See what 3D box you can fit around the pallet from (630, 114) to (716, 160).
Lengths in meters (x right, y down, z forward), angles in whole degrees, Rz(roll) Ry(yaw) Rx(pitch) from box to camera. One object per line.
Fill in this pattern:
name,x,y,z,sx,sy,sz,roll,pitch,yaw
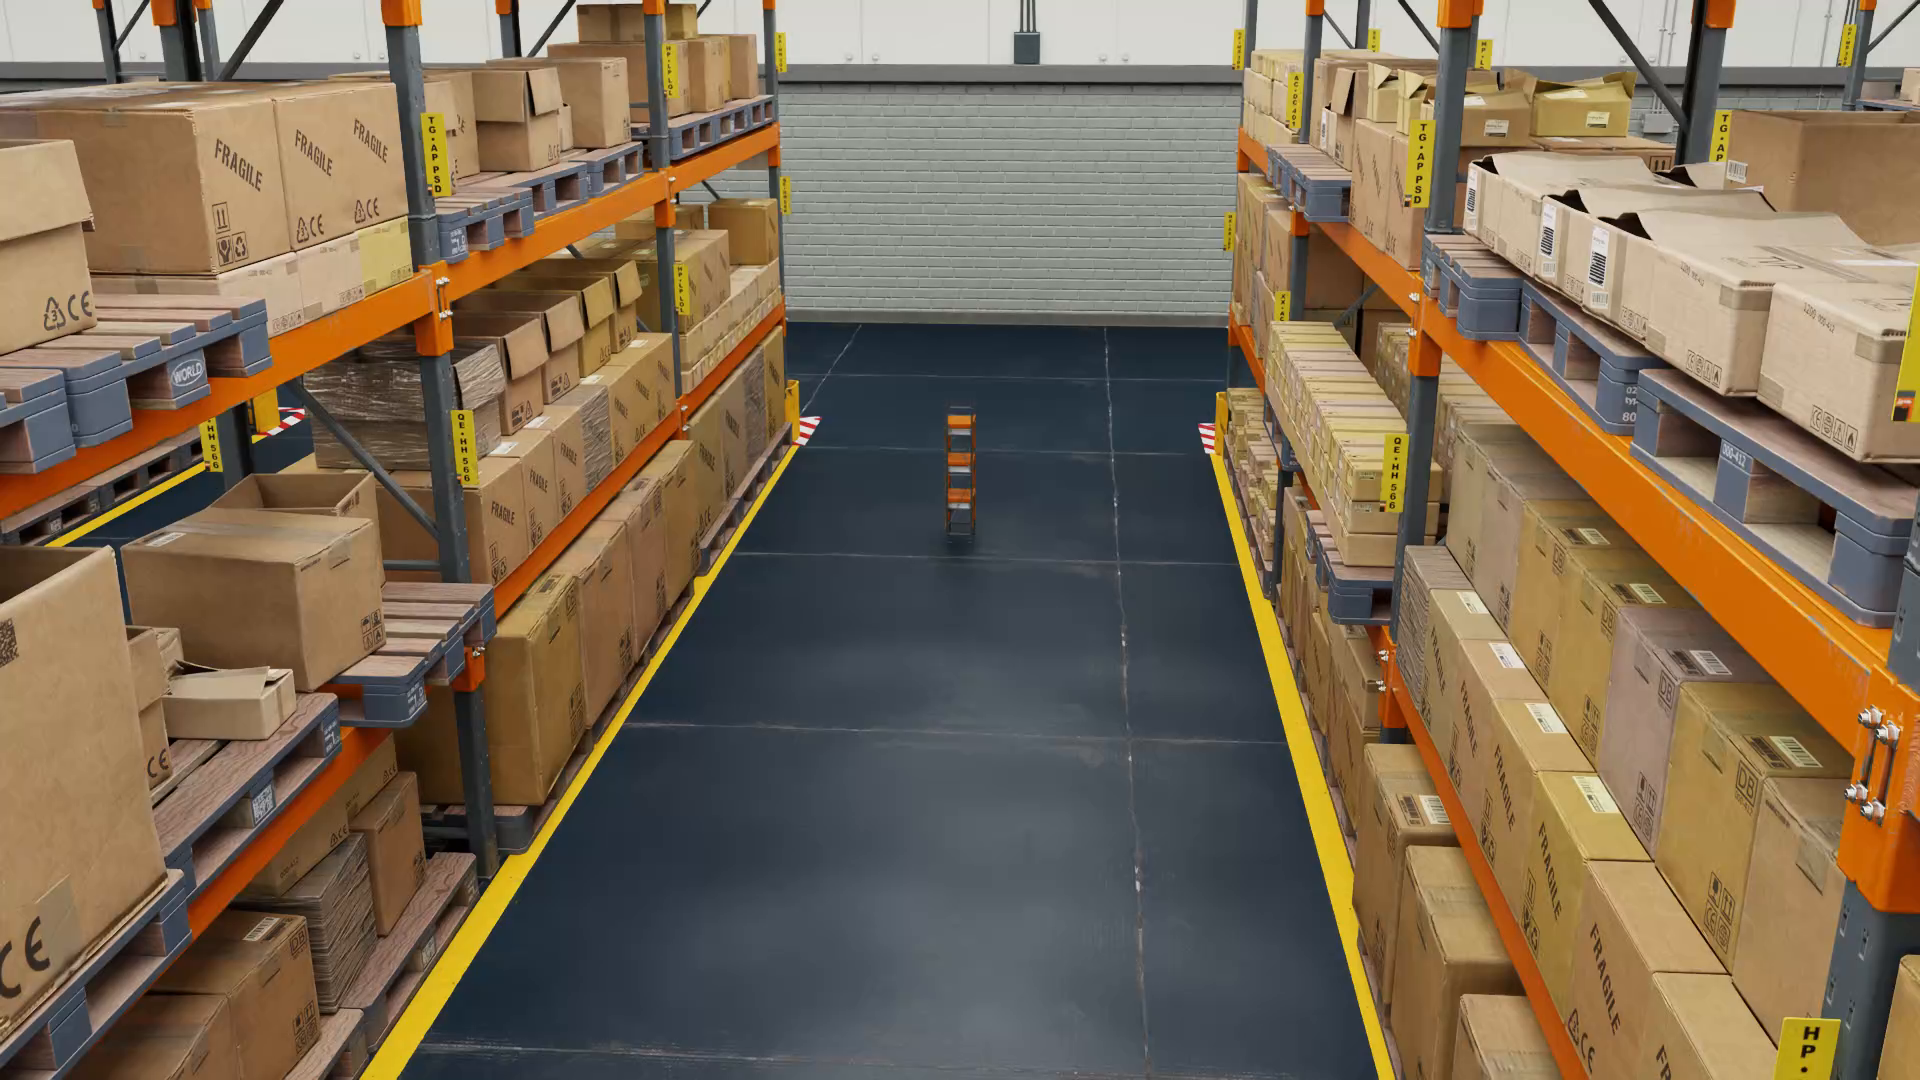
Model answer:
pallet,-2.292,-2.767,11.376,1.003,0.211,1.213,1,18,4

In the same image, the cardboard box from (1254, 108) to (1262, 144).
cardboard box,2.512,-3.127,12.572,0.500,0.250,0.500,1,18,2

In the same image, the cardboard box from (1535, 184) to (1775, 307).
cardboard box,1.948,-0.841,4.662,0.500,0.311,0.500,1,18,3

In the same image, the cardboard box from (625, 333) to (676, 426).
cardboard box,-2.123,-1.026,10.577,0.500,0.500,0.500,1,18,4

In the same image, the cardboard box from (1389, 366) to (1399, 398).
cardboard box,2.708,-0.923,9.673,0.380,0.149,0.250,2,18,6

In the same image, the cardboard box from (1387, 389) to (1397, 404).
cardboard box,2.710,-0.782,9.722,0.380,0.149,0.250,1,18,4

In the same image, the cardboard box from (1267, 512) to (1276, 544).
cardboard box,2.284,-0.079,11.273,0.380,0.149,0.250,2,18,5

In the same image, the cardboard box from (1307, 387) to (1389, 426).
cardboard box,1.965,-0.672,8.432,0.380,0.149,0.250,2,18,7

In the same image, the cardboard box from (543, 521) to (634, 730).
cardboard box,-2.506,0.432,9.025,1.225,0.875,0.875,1,18,4

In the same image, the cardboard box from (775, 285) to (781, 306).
cardboard box,-1.772,-2.135,14.525,0.380,0.149,0.250,2,18,5

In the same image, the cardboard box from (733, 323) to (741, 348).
cardboard box,-1.898,-1.579,12.829,0.380,0.149,0.250,1,18,2

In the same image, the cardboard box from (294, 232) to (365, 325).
cardboard box,-2.460,-0.934,5.881,0.500,0.250,0.500,1,18,4

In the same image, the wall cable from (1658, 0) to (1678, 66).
wall cable,7.937,-6.775,18.647,0.463,3.000,0.029,1,18,4

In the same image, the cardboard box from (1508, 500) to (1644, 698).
cardboard box,2.180,0.187,5.267,0.700,0.500,0.500,1,18,3

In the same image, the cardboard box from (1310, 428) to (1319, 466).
cardboard box,1.945,-0.450,8.231,0.380,0.149,0.250,1,18,4

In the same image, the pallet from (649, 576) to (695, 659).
pallet,-2.342,0.436,10.752,1.003,0.211,1.213,1,18,4

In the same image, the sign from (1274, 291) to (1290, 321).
sign,2.037,-1.409,10.515,0.100,0.325,0.005,1,18,4

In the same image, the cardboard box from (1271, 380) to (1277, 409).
cardboard box,2.077,-0.870,9.989,0.380,0.149,0.250,2,18,5

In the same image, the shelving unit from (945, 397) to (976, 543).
shelving unit,0.004,-0.516,12.310,0.215,1.050,0.252,1,18,4

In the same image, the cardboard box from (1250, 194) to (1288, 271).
cardboard box,2.446,-2.284,12.333,0.500,0.500,0.500,1,18,2

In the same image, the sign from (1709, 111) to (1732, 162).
sign,2.845,-1.439,6.224,0.100,0.325,0.005,1,18,4

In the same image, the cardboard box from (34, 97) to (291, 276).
cardboard box,-2.510,-1.131,5.278,0.500,0.500,0.500,2,18,5

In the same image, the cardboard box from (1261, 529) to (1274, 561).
cardboard box,2.267,0.038,11.394,0.380,0.149,0.250,2,18,5

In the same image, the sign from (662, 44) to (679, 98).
sign,-1.820,-2.942,10.430,0.100,0.325,0.005,1,18,4

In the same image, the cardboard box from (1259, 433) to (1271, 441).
cardboard box,2.492,-0.713,12.731,0.380,0.149,0.250,1,18,4

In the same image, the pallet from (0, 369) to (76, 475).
pallet,-2.785,-0.171,3.612,1.213,0.211,1.003,1,18,4

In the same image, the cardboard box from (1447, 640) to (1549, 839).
cardboard box,1.920,0.655,5.446,0.500,0.500,0.500,1,18,4

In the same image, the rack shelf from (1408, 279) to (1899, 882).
rack shelf,2.148,-0.208,4.578,1.077,0.370,4.000,1,18,4

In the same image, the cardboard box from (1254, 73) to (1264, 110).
cardboard box,2.490,-3.373,12.519,0.500,0.250,0.500,1,18,5

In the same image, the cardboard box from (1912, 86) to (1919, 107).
cardboard box,7.502,-3.371,12.646,0.380,0.149,0.250,2,18,6

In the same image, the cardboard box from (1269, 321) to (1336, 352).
cardboard box,2.091,-1.239,10.160,0.380,0.149,0.250,2,18,7

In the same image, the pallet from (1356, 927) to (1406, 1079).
pallet,2.160,1.823,6.521,1.003,0.211,1.213,1,18,4

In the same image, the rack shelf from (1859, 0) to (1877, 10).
rack shelf,7.666,-3.849,11.515,1.077,0.370,4.000,1,18,4

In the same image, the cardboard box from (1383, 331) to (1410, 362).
cardboard box,2.726,-1.138,9.853,0.380,0.149,0.250,1,18,2

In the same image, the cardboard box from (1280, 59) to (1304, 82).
cardboard box,2.395,-3.196,11.341,0.380,0.149,0.250,1,18,2

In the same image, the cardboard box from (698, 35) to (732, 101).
cardboard box,-2.219,-3.758,13.260,0.700,0.500,0.500,1,18,2

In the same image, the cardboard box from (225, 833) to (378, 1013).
cardboard box,-2.703,1.472,6.421,0.700,0.500,0.500,0,18,-1

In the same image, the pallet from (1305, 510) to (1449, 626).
pallet,2.237,0.122,7.542,1.213,0.211,1.003,1,18,4

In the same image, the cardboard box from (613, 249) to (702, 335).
cardboard box,-2.072,-1.699,11.351,0.500,0.500,0.500,1,18,4

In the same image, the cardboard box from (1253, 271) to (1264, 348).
cardboard box,2.407,-1.649,12.000,0.500,0.500,0.500,1,18,4

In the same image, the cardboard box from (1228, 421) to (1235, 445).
cardboard box,2.508,-0.919,14.316,0.380,0.149,0.250,2,18,5

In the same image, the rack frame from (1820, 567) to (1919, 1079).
rack frame,2.005,1.497,3.038,1.000,3.000,0.127,1,18,4

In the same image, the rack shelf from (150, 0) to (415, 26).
rack shelf,-2.792,-1.585,4.607,1.077,0.370,4.000,1,18,4

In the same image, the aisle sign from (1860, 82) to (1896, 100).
aisle sign,7.526,-3.415,13.854,0.394,0.787,0.004,1,18,4

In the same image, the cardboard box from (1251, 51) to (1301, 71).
cardboard box,2.486,-3.754,13.044,0.380,0.149,0.250,1,18,4

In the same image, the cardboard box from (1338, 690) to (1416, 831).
cardboard box,2.078,1.033,7.795,0.500,0.500,0.500,1,18,4

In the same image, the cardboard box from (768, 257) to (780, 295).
cardboard box,-1.845,-2.286,14.345,0.500,0.250,0.500,1,18,3

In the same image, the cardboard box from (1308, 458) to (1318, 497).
cardboard box,1.945,-0.307,8.272,0.380,0.149,0.250,0,18,1

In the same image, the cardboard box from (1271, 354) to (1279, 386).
cardboard box,2.075,-1.017,9.960,0.380,0.149,0.250,1,18,3

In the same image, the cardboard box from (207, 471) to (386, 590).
cardboard box,-2.647,0.034,6.667,0.500,0.500,0.500,-1,18,-3

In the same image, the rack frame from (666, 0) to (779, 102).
rack frame,-2.075,-5.223,13.911,1.000,3.000,0.127,1,18,4

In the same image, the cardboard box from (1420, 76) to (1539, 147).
cardboard box,2.062,-1.714,6.629,0.396,0.266,0.258,1,18,4

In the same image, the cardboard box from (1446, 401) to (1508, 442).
cardboard box,2.594,-0.574,8.130,0.380,0.149,0.250,2,18,6

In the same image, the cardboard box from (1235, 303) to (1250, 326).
cardboard box,2.465,-1.855,13.671,0.380,0.149,0.250,1,18,2

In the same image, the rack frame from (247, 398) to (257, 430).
rack frame,-7.015,-2.483,15.183,1.000,3.000,0.127,1,18,4

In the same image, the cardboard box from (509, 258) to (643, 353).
cardboard box,-2.399,-1.456,10.277,0.797,0.503,0.637,1,18,2

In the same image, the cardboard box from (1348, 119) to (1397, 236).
cardboard box,2.142,-1.712,7.854,0.500,0.500,0.500,1,18,4

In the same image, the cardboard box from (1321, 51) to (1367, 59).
cardboard box,3.001,-3.747,13.023,0.380,0.149,0.250,1,18,2

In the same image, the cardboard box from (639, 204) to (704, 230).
cardboard box,-2.414,-2.500,13.795,0.500,0.500,0.500,1,18,3
